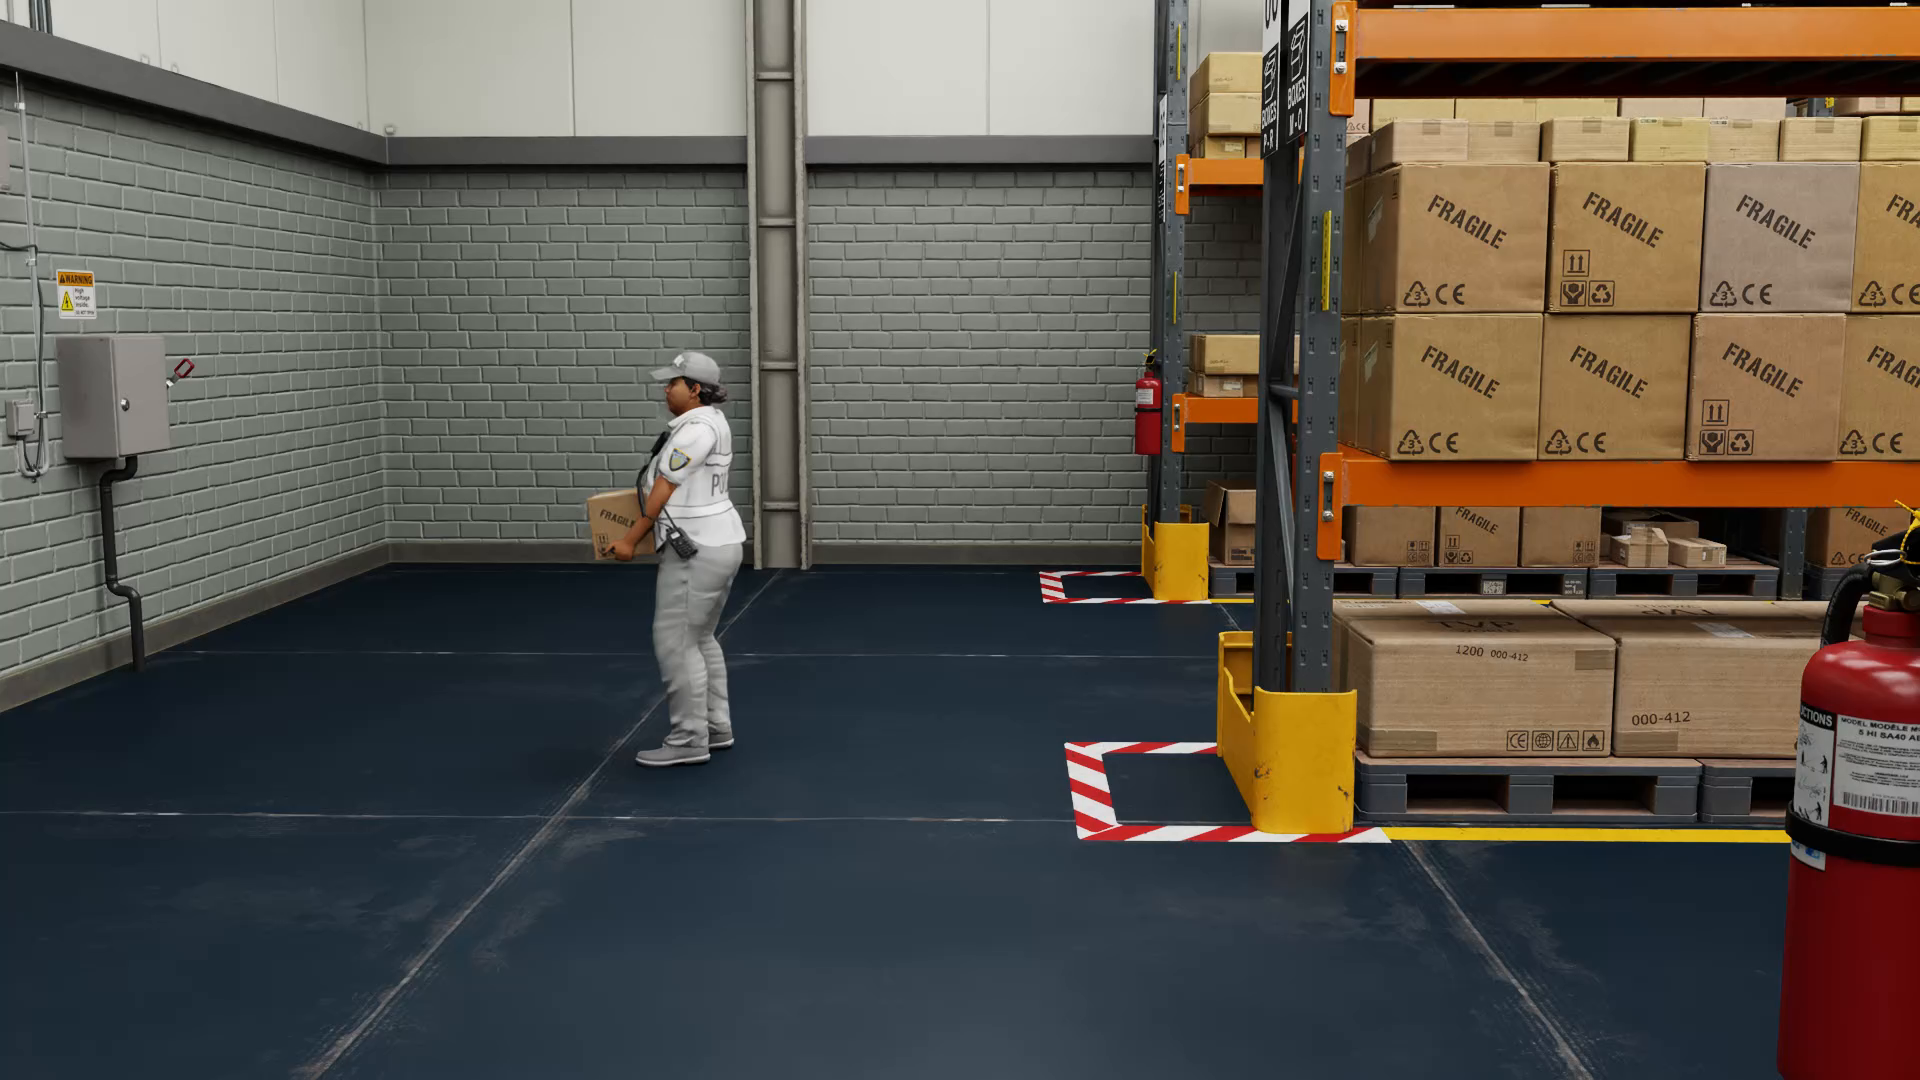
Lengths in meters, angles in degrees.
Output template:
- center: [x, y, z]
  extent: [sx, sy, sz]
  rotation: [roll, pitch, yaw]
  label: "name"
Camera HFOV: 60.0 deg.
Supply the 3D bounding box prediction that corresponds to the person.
- center: [-1.146, 0.072, 6.745]
  extent: [0.542, 1.663, 0.452]
  rotation: [0, 7, 1]
  label: "person"
